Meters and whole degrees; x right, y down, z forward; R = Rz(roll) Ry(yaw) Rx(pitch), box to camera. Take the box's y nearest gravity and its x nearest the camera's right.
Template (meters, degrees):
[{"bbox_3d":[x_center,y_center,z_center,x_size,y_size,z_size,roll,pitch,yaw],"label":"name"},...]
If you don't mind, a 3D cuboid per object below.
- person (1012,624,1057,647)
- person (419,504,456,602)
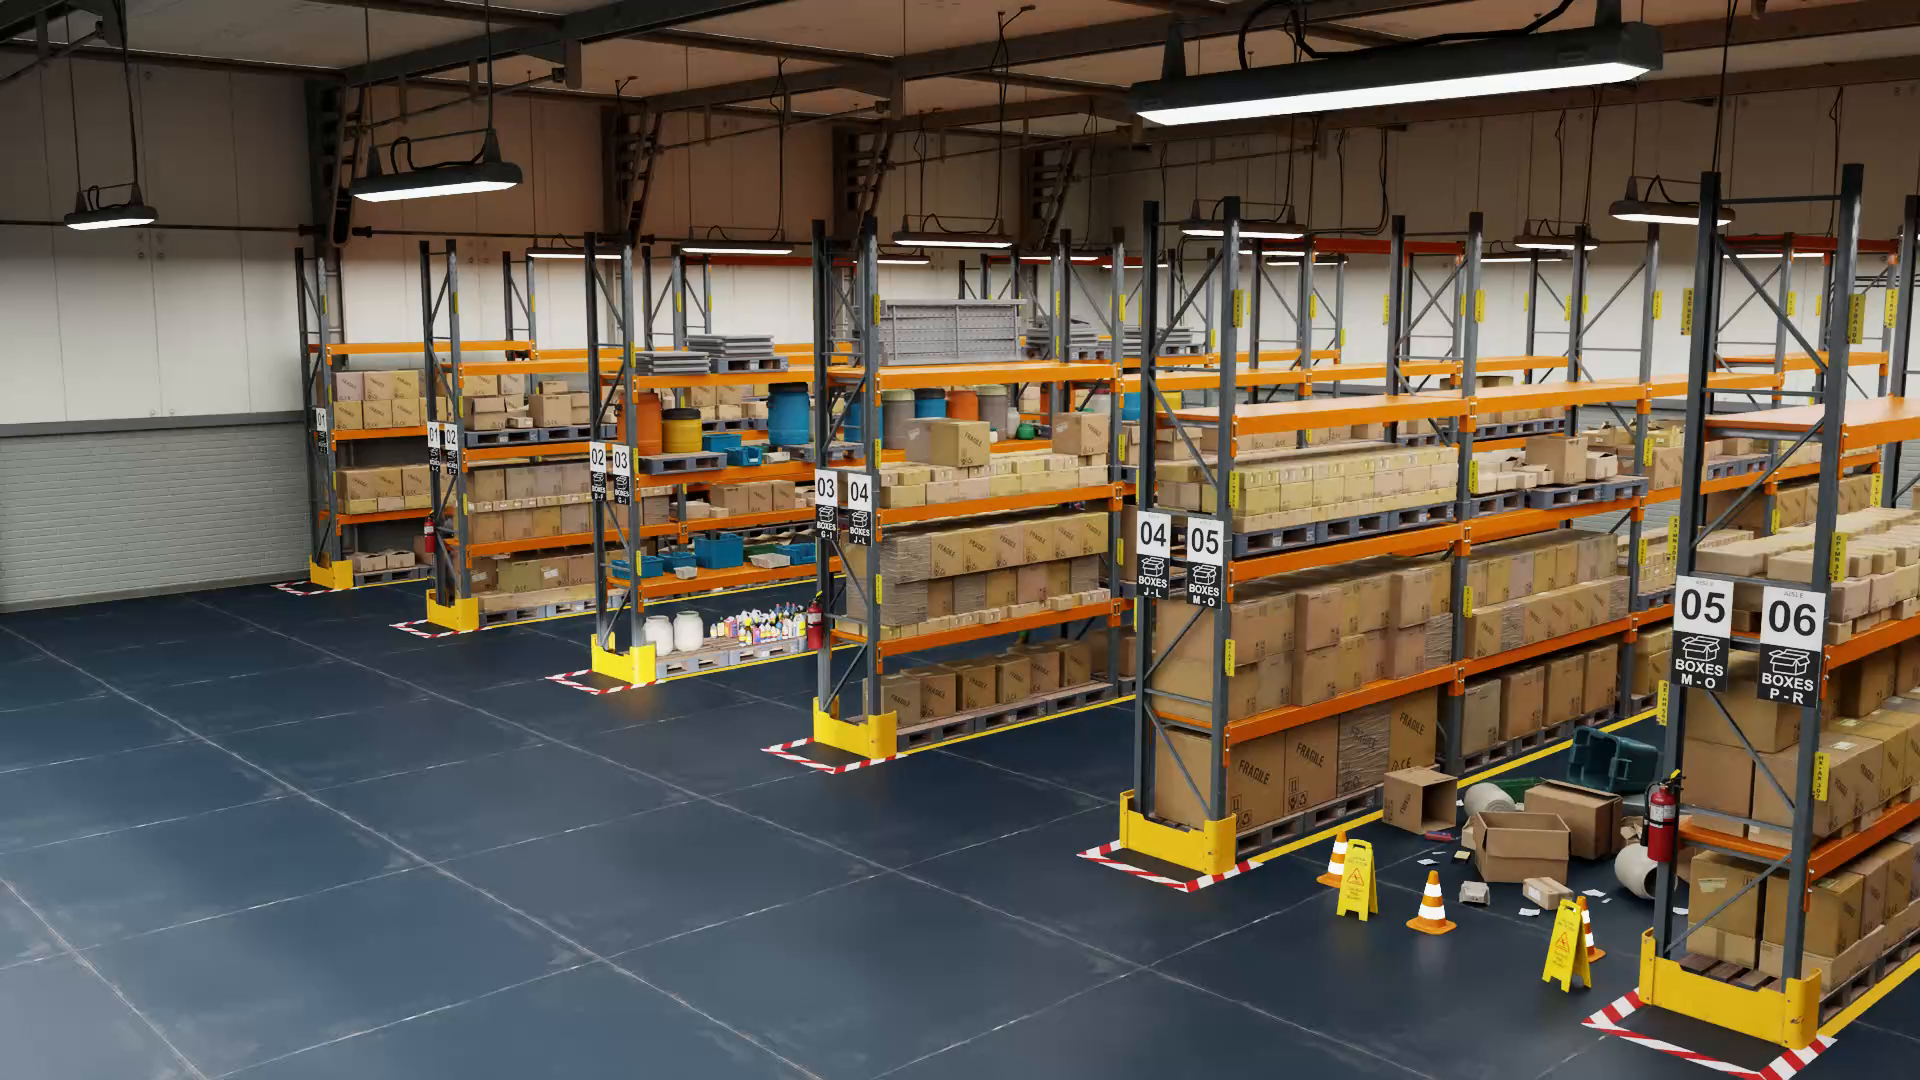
[{"bbox_3d":[1.103,0.572,23.157,0.907,1.812,0.660,-8,12,-43],"label":"person"},{"bbox_3d":[-8.647,0.273,27.744,0.724,1.772,0.683,-8,11,-43],"label":"person"}]
